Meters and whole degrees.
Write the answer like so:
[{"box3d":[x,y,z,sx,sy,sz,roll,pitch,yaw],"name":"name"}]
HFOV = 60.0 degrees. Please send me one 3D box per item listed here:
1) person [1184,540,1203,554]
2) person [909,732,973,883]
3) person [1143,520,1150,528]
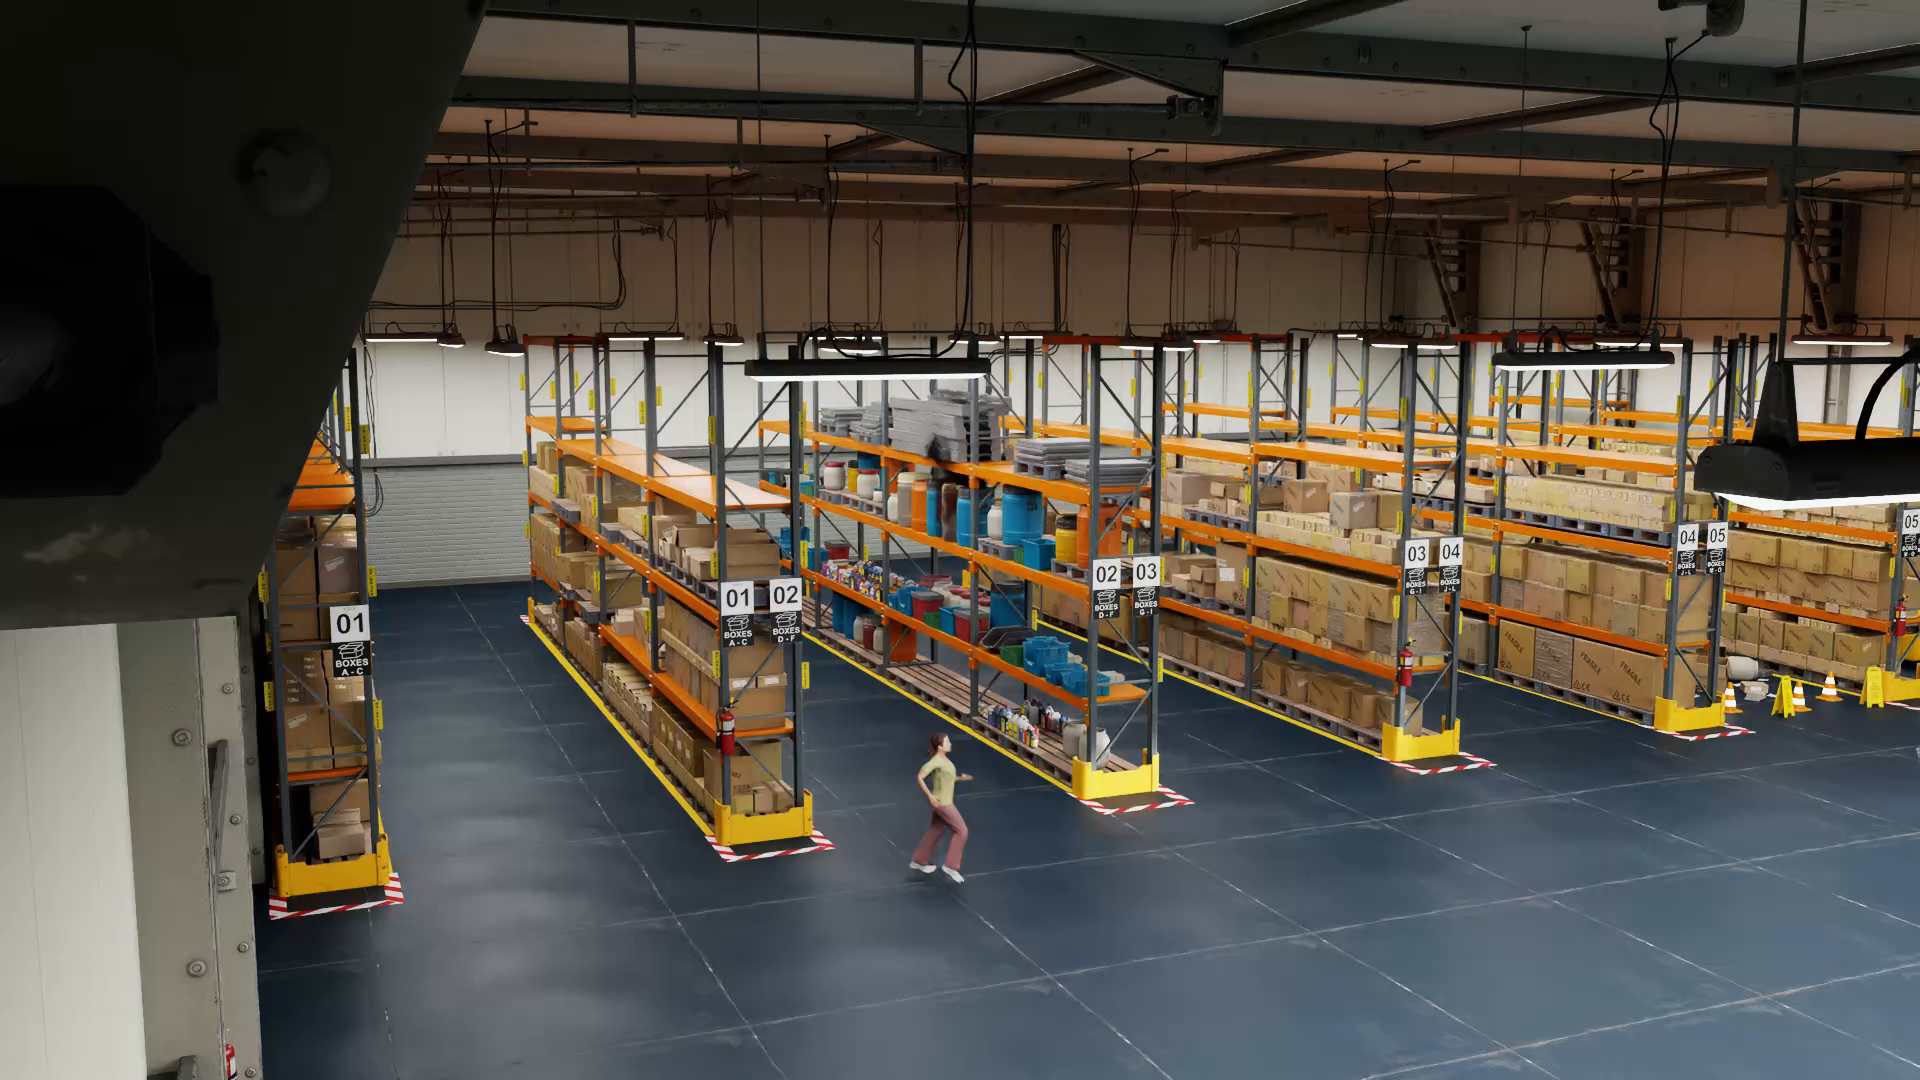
[{"box3d":[5.865,-0.102,42.010,0.561,1.689,0.717,6,10,39],"name":"person"},{"box3d":[-0.218,3.016,18.799,0.723,1.721,0.547,0,8,2],"name":"person"},{"box3d":[4.824,-0.047,41.554,0.821,1.780,0.720,-6,9,-36],"name":"person"}]
